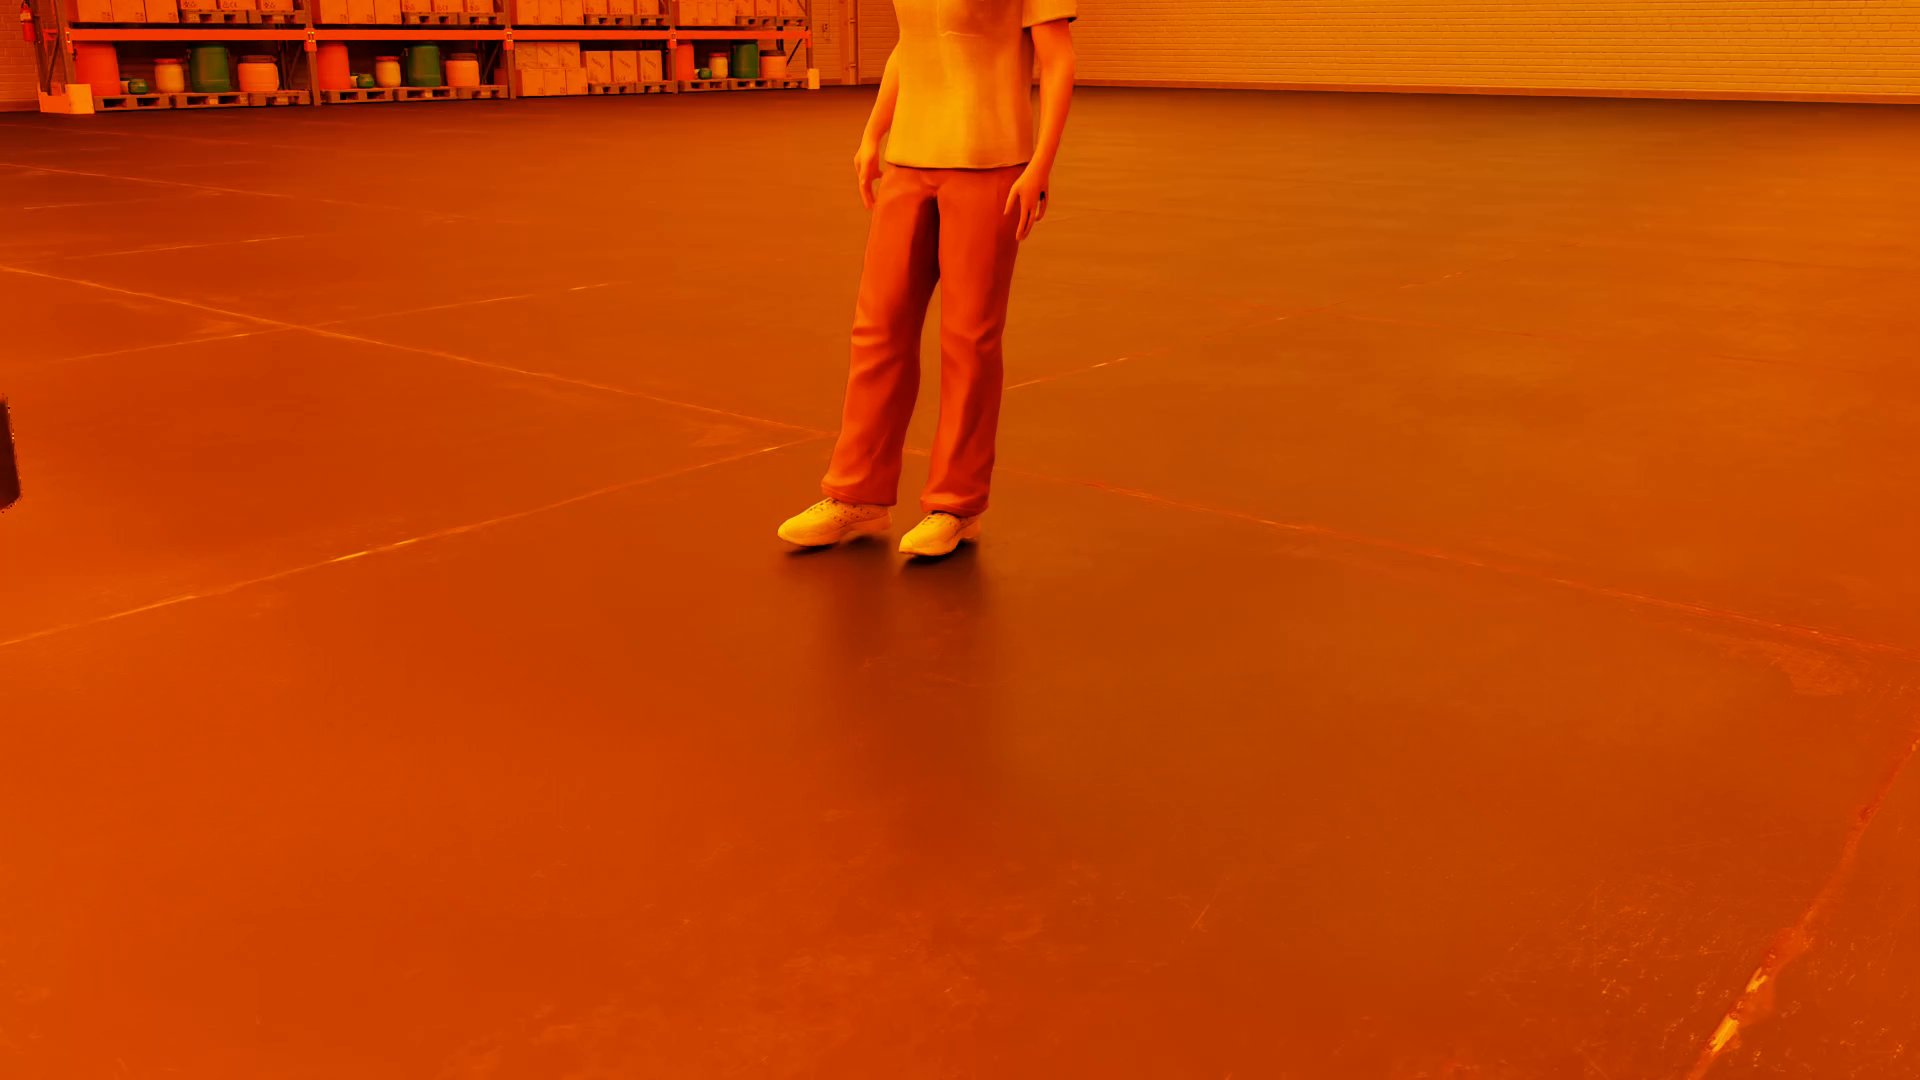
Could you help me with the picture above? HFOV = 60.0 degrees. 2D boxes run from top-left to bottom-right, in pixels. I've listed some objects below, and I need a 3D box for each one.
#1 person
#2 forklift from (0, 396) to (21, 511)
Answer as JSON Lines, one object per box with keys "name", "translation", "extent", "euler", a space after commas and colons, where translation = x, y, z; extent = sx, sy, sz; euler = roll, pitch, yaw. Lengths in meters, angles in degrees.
{"name": "person", "translation": [-0.056, -0.795, 3.649], "extent": [0.553, 1.675, 0.549], "euler": [13, 21, 37]}
{"name": "forklift", "translation": [-3.713, -1.247, 3.004], "extent": [3.031, 2.935, 1.130], "euler": [-3, 17, -8]}
